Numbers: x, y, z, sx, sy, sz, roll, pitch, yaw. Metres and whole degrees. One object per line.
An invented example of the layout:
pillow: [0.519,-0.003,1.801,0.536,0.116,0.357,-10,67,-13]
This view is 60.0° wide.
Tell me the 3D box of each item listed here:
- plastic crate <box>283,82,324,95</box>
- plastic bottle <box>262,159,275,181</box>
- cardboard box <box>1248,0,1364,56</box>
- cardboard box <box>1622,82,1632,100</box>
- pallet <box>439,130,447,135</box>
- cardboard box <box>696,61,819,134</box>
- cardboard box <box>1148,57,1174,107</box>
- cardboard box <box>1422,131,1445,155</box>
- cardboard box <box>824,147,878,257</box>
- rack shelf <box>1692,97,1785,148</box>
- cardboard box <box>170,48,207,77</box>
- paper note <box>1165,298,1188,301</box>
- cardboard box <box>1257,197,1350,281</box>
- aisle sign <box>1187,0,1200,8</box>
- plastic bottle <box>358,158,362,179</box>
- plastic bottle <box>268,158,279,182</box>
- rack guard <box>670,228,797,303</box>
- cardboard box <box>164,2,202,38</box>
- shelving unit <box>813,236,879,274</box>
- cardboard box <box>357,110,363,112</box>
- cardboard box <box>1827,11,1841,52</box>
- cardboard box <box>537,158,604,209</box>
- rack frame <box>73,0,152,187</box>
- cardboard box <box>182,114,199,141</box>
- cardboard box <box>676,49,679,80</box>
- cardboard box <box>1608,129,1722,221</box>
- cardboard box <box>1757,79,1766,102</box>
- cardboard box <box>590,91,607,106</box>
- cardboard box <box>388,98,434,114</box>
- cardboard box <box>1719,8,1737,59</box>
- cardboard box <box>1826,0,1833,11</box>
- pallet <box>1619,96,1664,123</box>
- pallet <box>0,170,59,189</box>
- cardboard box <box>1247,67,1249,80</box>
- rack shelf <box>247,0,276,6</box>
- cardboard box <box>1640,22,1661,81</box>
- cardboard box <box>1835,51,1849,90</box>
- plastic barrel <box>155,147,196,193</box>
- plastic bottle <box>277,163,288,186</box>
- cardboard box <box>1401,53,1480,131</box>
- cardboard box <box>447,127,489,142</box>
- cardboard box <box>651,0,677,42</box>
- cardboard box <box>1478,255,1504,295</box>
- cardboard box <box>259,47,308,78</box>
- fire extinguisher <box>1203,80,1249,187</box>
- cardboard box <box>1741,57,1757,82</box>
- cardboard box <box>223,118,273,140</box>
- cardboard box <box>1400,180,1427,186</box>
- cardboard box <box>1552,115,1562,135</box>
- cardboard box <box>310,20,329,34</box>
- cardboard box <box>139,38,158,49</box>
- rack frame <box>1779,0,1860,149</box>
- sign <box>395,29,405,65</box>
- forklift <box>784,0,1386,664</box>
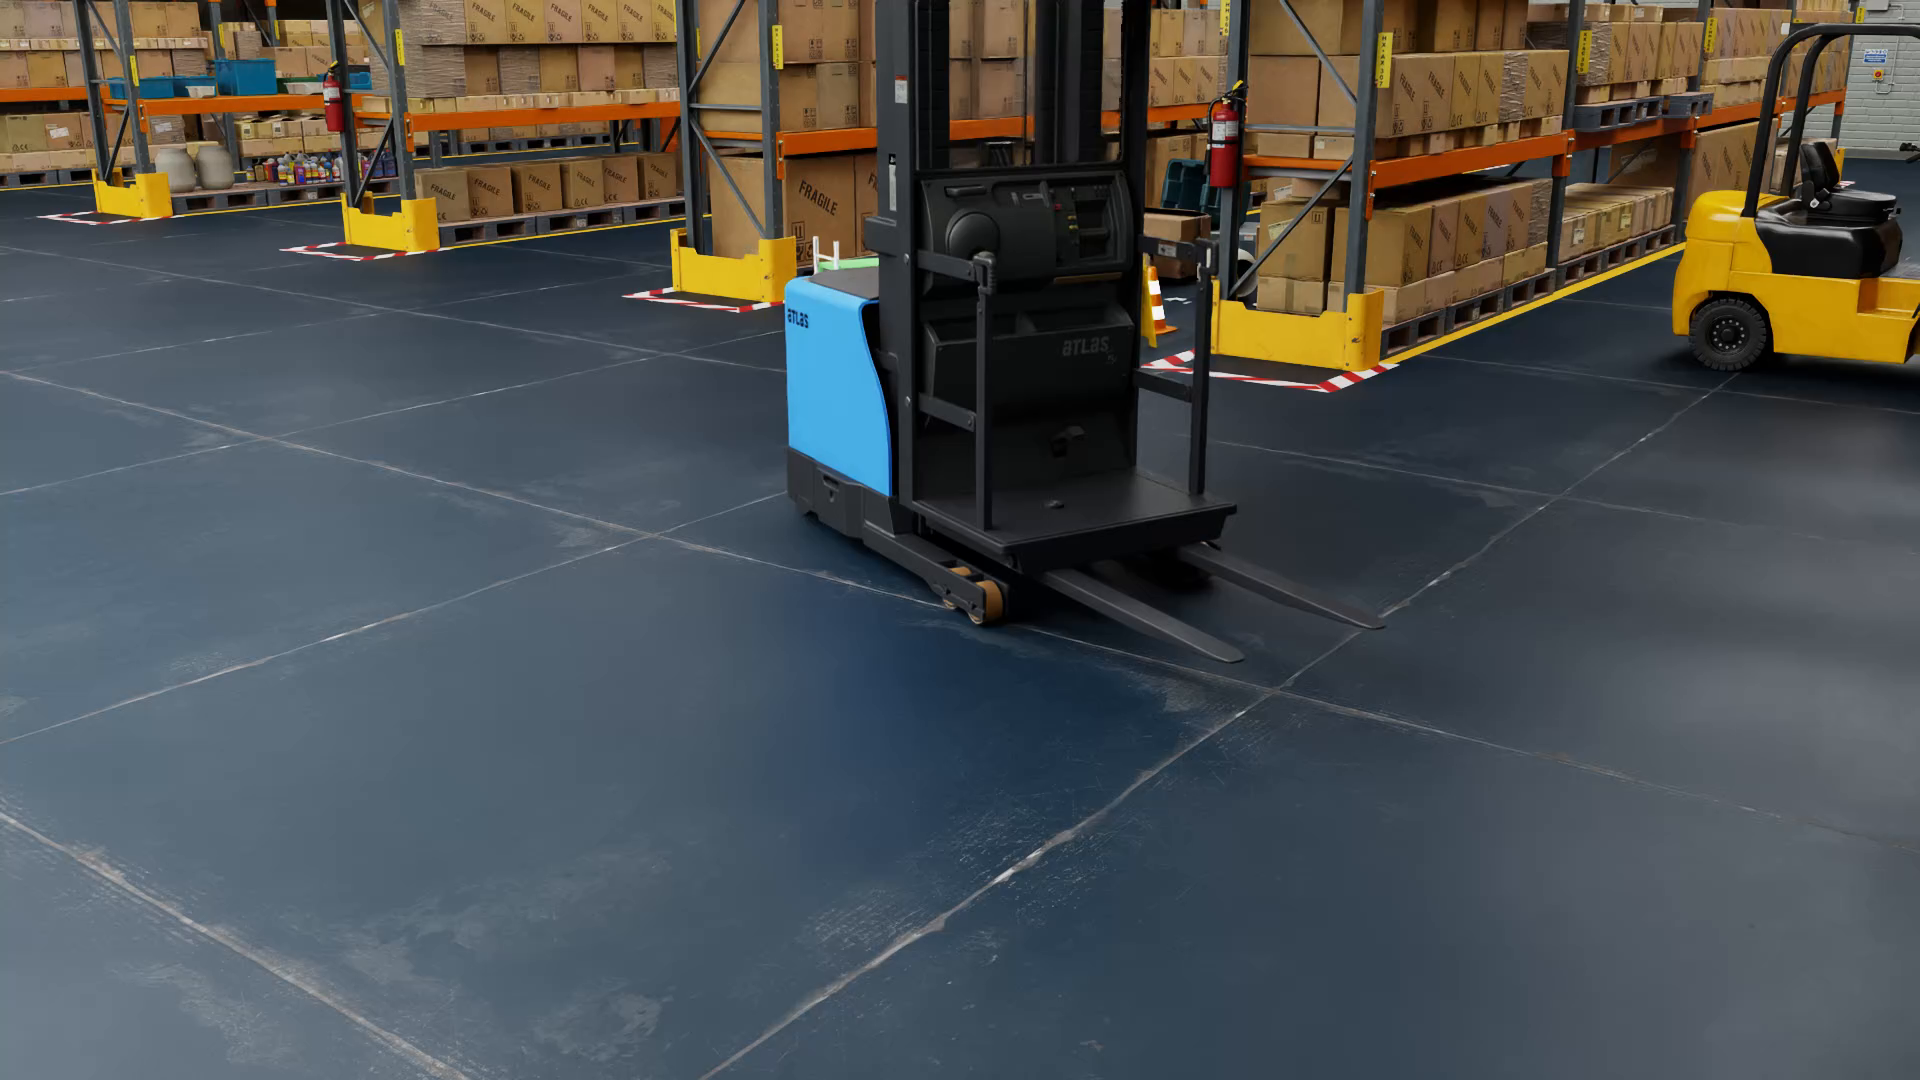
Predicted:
plastic crate: [-8.146,-5.660,20.858,0.530,0.136,0.437,12,21,35]
plastic bottle: [-8.850,-4.744,21.315,0.152,0.276,0.135,13,21,35]
cardboard box: [2.301,-3.466,10.991,0.700,0.500,0.500,12,21,33]
cardboard box: [5.737,-3.999,14.779,0.380,0.149,0.250,13,21,35]
pallet: [-10.970,-8.345,33.760,1.003,0.211,1.213,12,21,35]
cardboard box: [-1.679,-3.657,13.710,0.875,0.550,0.550,12,21,35]
cardboard box: [1.952,-4.927,17.884,0.500,0.500,0.500,13,21,36]
cardboard box: [3.091,-2.727,11.390,0.380,0.149,0.250,13,21,36]
cardboard box: [-0.990,-3.058,14.908,0.875,0.875,0.875,12,21,34]
rack shelf: [8.130,-4.677,18.459,1.077,0.370,4.000,12,21,35]
cardboard box: [-11.617,-7.035,24.671,0.700,0.500,0.500,12,21,33]
paper note: [1.763,-1.968,13.548,0.142,0.019,0.148,-11,20,-32]
cardboard box: [2.440,-2.121,11.680,0.500,0.500,0.500,13,21,35]
aisle sign: [4.030,-9.406,28.092,0.394,0.787,0.004,12,21,35]
plastic bottle: [-7.841,-4.836,21.483,0.144,0.351,0.185,12,21,34]
plastic bottle: [-8.765,-4.729,21.253,0.061,0.283,0.133,12,21,35]
rack guard: [-1.878,-2.290,13.774,1.175,0.500,0.348,12,21,35]
cardboard box: [-11.617,-7.654,24.478,0.700,0.500,0.500,13,21,35]
shelving unit: [-0.405,-0.848,7.947,0.503,1.200,0.258,-10,19,-29]
cardboard box: [-9.828,-7.002,27.717,0.500,0.311,0.500,12,21,33]
cardboard box: [11.024,-6.571,21.491,0.500,0.500,0.500,12,21,34]
cardboard box: [-4.316,-3.962,18.450,0.500,0.500,0.500,10,20,30]
rack frame: [-9.765,-5.265,19.140,1.000,3.000,0.127,12,21,35]
cardboard box: [-11.885,-6.284,25.086,0.500,0.500,0.500,12,21,35]
cardboard box: [-2.818,-5.994,19.768,1.000,1.000,1.000,13,21,35]
cardboard box: [7.417,-3.880,17.554,0.875,0.875,0.875,12,21,34]
cardboard box: [8.953,-5.153,19.031,0.500,0.250,0.500,12,21,34]
cardboard box: [-4.080,-4.830,18.164,0.380,0.149,0.250,12,21,35]
cardboard box: [-5.426,-4.296,16.442,0.380,0.149,0.250,12,21,35]
cardboard box: [7.716,-5.263,17.280,0.500,0.500,0.500,13,21,35]
cardboard box: [10.936,-6.850,21.296,0.380,0.149,0.250,13,22,36]
pallet: [5.792,-3.974,15.305,1.003,0.211,1.213,12,21,35]
pallet: [-13.319,-4.999,22.985,1.003,0.211,1.213,12,21,35]
cardboard box: [3.331,-5.546,19.761,0.380,0.149,0.250,12,21,34]
rack shelf: [-11.763,-10.486,32.109,1.077,0.370,4.000,12,21,35]
cardboard box: [5.966,-4.402,14.982,0.500,0.500,0.500,11,21,32]
cardboard box: [11.630,-6.336,22.419,0.500,0.500,0.500,13,21,35]
plastic barrel: [-9.434,-4.448,19.995,0.421,0.512,0.421,0,17,0]
plastic bottle: [-8.434,-4.549,20.693,0.097,0.271,0.097,0,17,0]
cardboard box: [3.285,-3.138,11.620,0.500,0.500,0.500,12,21,34]
cardboard box: [-8.473,-7.121,28.589,0.500,0.500,0.500,14,22,37]
cardboard box: [-3.451,-5.854,18.681,0.500,0.500,0.500,12,21,35]
cardboard box: [3.803,-2.041,12.688,0.500,0.250,0.500,13,21,36]
cardboard box: [-10.573,-7.447,25.998,0.500,0.500,0.500,14,22,39]
fire extinguisher: [1.733,-2.656,10.869,0.296,0.674,0.183,12,21,35]
cardboard box: [8.367,-5.146,18.167,0.500,0.250,0.500,13,21,36]
cardboard box: [-10.911,-6.304,25.467,0.500,0.311,0.500,13,21,35]
cardboard box: [3.401,-2.847,12.925,0.380,0.149,0.250,14,22,38]
cardboard box: [4.608,-3.341,13.368,0.380,0.149,0.250,12,21,34]
cardboard box: [-12.157,-9.669,31.354,0.500,0.250,0.500,12,21,34]
cardboard box: [-11.806,-7.165,23.995,0.380,0.149,0.250,12,21,35]
rack frame: [11.705,-6.449,22.954,1.000,3.000,0.127,12,21,35]
sign: [-5.351,-4.707,15.885,0.100,0.325,0.005,12,21,35]
forklift: [0.381,-1.238,6.288,1.130,2.935,3.031,-10,20,-29]
